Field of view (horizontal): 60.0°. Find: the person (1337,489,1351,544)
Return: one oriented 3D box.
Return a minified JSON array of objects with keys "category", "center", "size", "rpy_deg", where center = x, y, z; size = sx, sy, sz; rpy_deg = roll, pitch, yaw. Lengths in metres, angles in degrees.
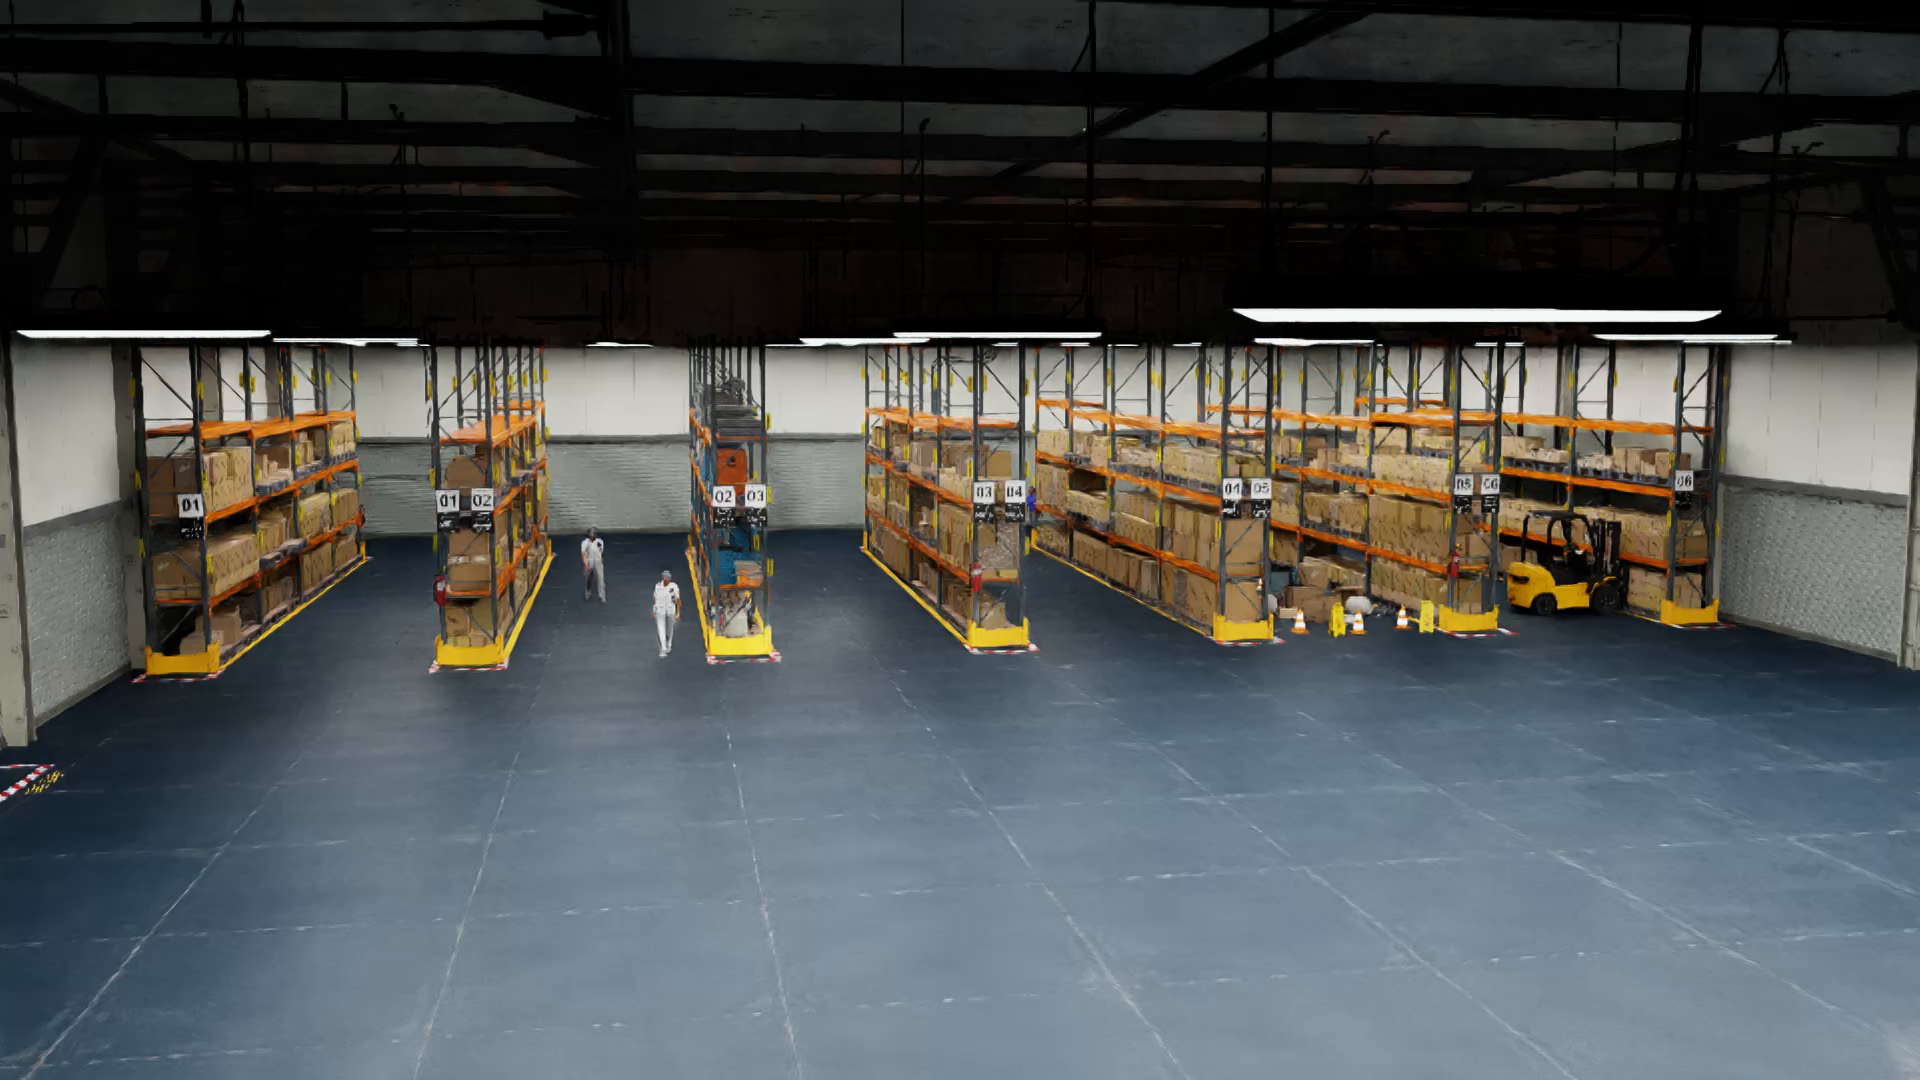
[{"category":"person","center":[11.242,-0.667,48.406],"size":[0.495,1.675,0.630],"rpy_deg":[-1,7,-10]}]

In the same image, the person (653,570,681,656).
[{"category":"person","center":[-5.473,1.351,31.106],"size":[0.497,1.596,1.013],"rpy_deg":[-2,7,-15]}]

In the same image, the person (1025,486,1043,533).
[{"category":"person","center":[2.248,-0.801,49.857],"size":[0.569,1.669,0.475],"rpy_deg":[6,9,44]}]

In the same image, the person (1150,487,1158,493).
[{"category":"person","center":[6.152,-1.167,52.831],"size":[0.446,1.668,0.617],"rpy_deg":[-6,9,-43]}]

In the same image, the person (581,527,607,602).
[{"category":"person","center":[-8.334,0.538,37.742],"size":[0.536,1.707,1.036],"rpy_deg":[-2,7,-18]}]
